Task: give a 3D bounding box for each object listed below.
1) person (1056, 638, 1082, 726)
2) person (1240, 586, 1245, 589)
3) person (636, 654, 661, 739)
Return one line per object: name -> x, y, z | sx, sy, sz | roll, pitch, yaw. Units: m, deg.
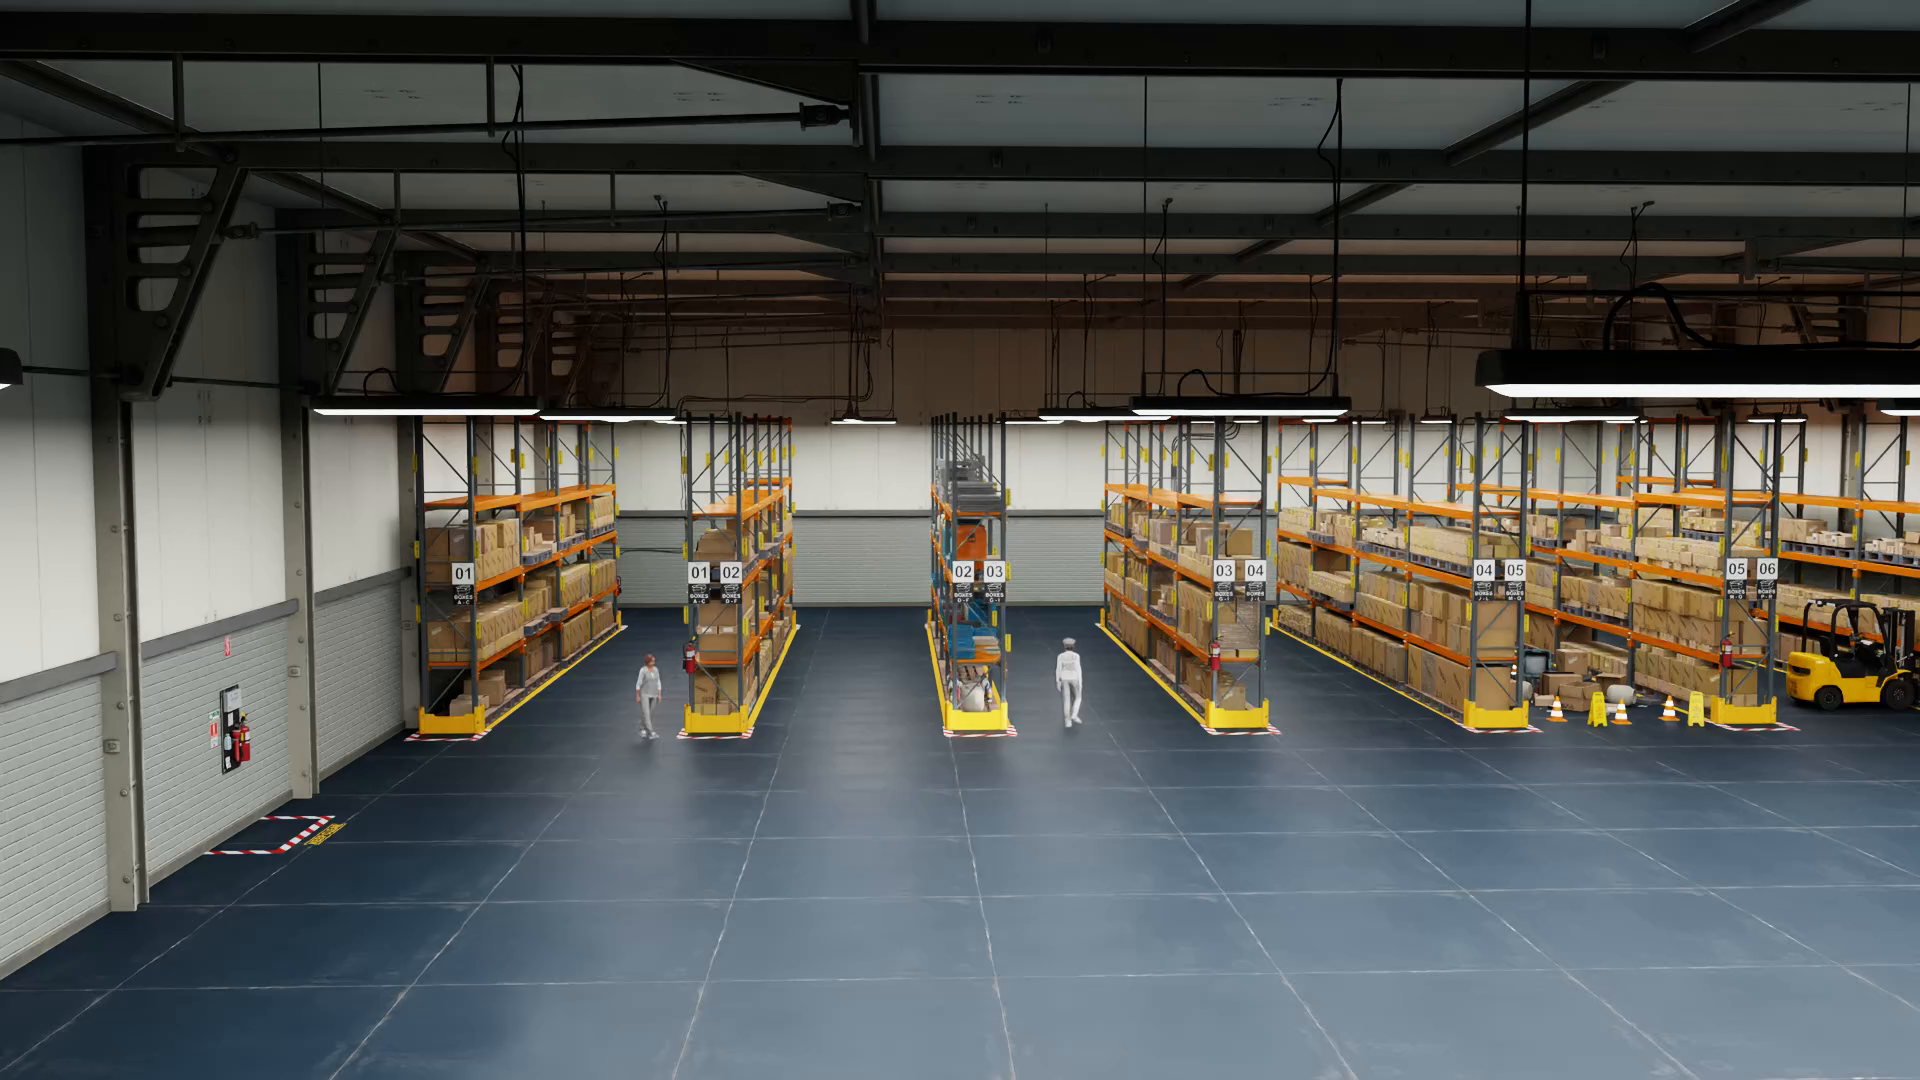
person -> 2.087, 2.713, 31.768 | 0.514, 1.673, 0.432 | 1, 4, 14
person -> 8.087, 1.691, 46.608 | 0.576, 1.805, 0.402 | -2, 5, -31
person -> -5.655, 2.864, 30.380 | 0.456, 1.549, 0.937 | -4, 5, -45
